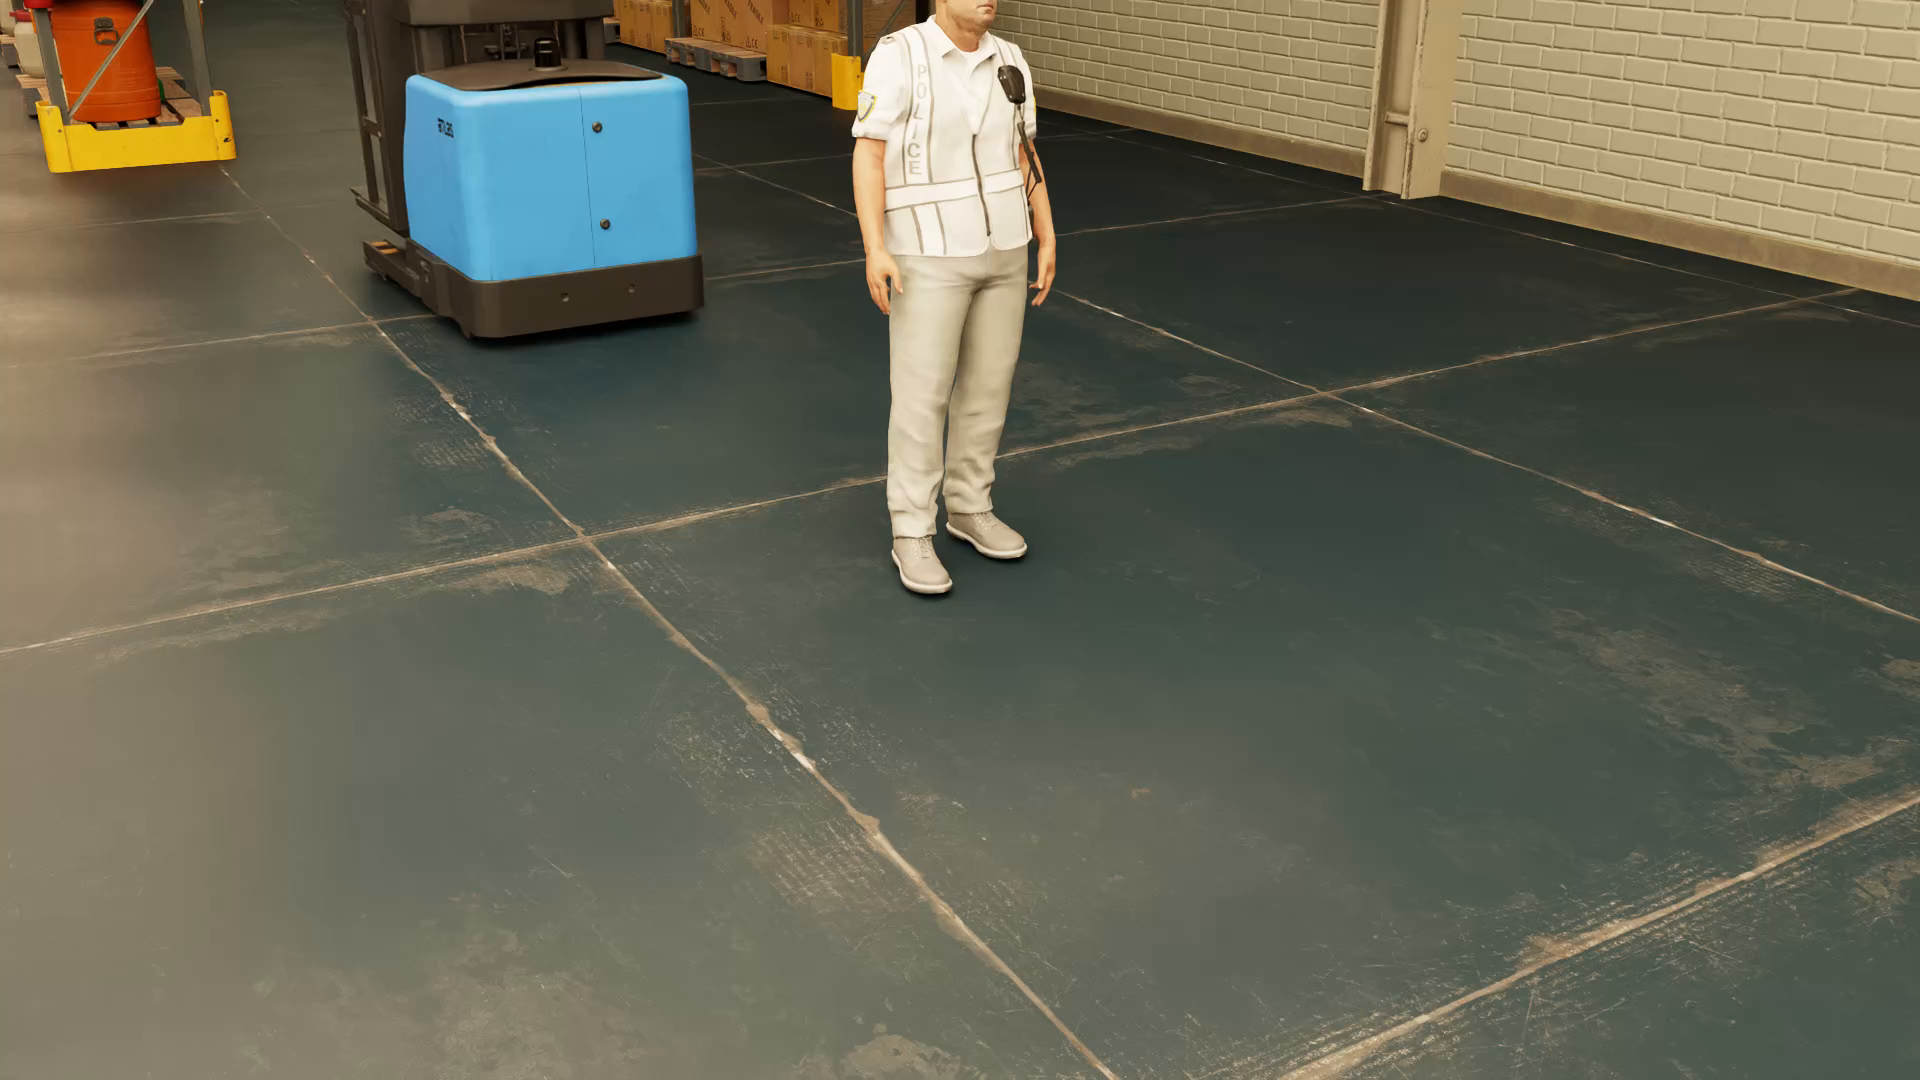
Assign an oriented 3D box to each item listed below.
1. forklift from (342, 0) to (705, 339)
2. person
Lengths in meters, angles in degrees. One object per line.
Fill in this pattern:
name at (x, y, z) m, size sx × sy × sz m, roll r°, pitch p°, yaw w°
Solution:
forklift at (-2.359, -2.721, 7.904) m, size 1.130 × 2.935 × 3.031 m, roll -13°, pitch 26°, yaw -29°
person at (0.029, -0.804, 4.725) m, size 0.641 × 1.780 × 0.574 m, roll -12°, pitch 25°, yaw -28°
